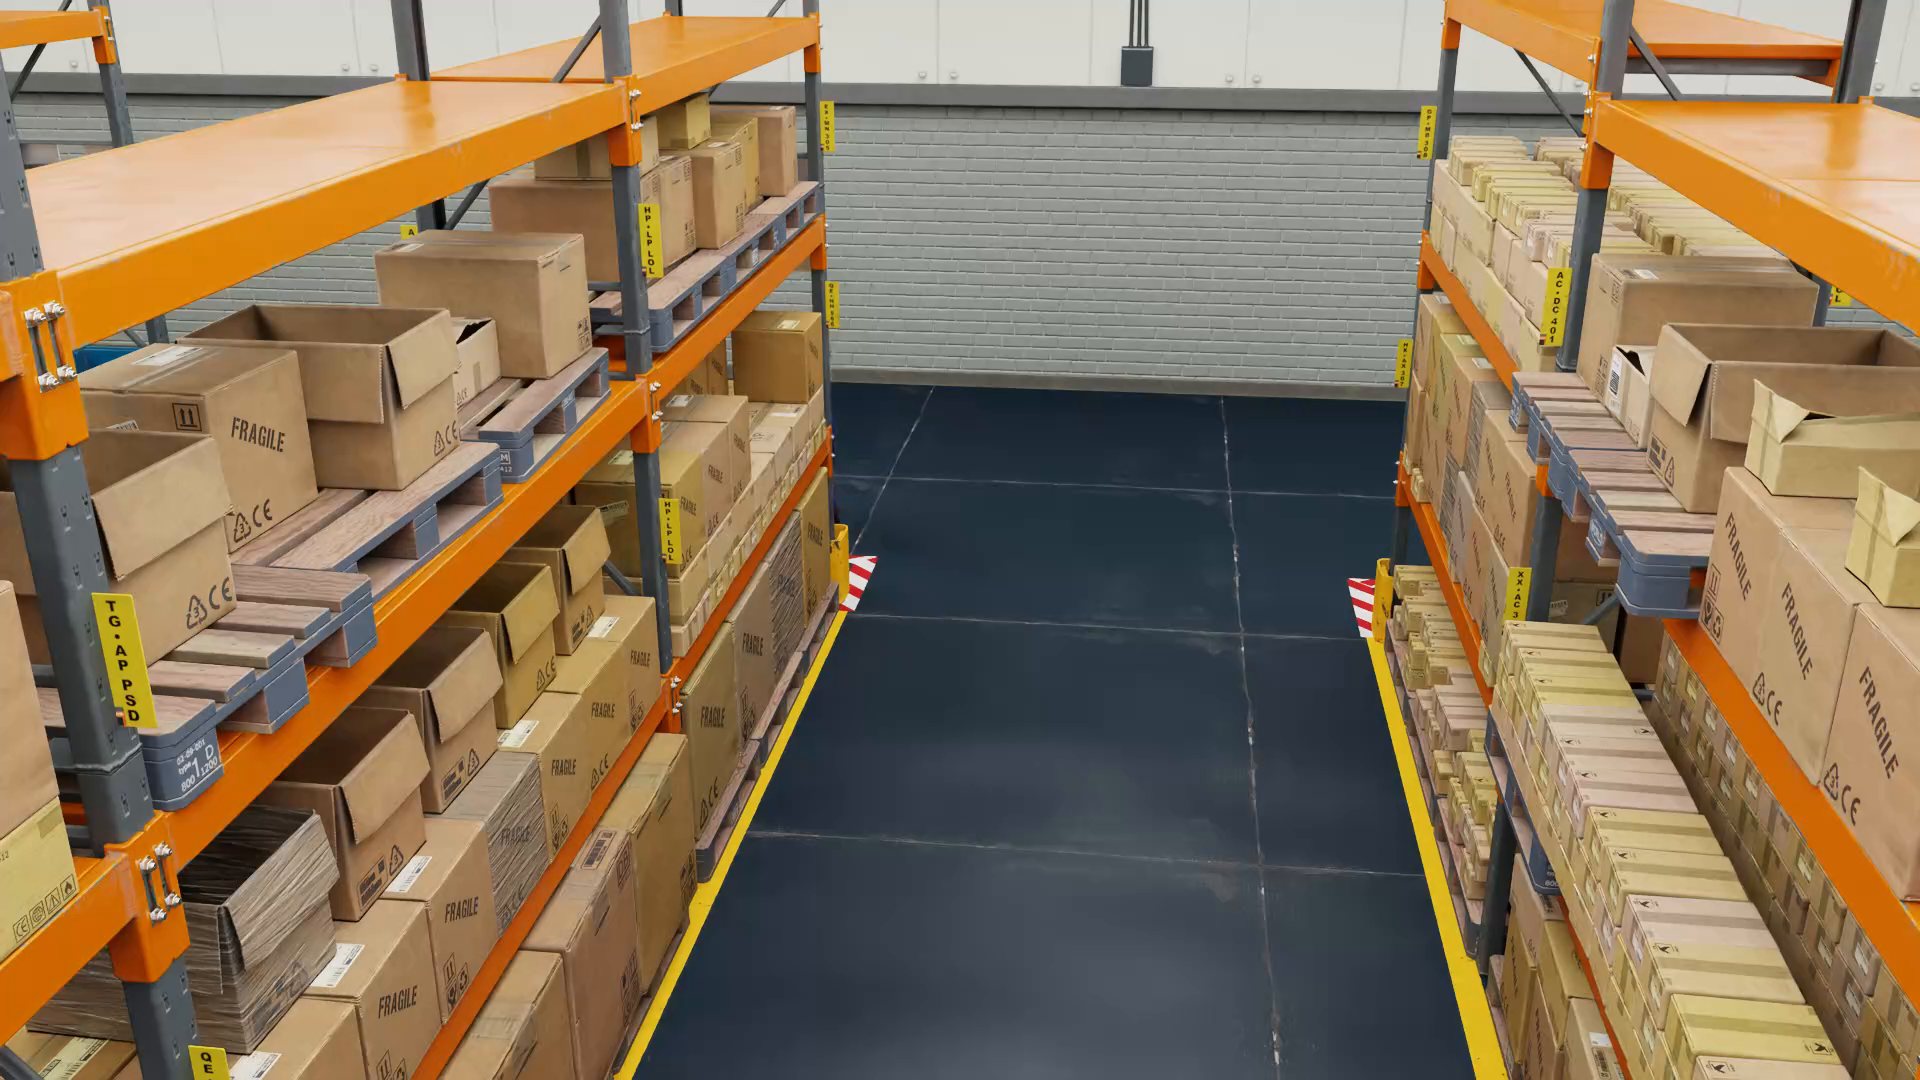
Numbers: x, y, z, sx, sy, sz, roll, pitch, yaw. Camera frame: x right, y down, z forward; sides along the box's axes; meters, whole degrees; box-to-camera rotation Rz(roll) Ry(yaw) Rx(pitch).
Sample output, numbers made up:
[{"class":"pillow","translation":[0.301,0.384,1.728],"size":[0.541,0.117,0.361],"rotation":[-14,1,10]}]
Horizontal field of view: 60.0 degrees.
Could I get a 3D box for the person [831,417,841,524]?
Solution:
[{"class":"person","translation":[-1.179,-0.810,13.157],"size":[0.469,1.620,0.540],"rotation":[2,21,4]}]
